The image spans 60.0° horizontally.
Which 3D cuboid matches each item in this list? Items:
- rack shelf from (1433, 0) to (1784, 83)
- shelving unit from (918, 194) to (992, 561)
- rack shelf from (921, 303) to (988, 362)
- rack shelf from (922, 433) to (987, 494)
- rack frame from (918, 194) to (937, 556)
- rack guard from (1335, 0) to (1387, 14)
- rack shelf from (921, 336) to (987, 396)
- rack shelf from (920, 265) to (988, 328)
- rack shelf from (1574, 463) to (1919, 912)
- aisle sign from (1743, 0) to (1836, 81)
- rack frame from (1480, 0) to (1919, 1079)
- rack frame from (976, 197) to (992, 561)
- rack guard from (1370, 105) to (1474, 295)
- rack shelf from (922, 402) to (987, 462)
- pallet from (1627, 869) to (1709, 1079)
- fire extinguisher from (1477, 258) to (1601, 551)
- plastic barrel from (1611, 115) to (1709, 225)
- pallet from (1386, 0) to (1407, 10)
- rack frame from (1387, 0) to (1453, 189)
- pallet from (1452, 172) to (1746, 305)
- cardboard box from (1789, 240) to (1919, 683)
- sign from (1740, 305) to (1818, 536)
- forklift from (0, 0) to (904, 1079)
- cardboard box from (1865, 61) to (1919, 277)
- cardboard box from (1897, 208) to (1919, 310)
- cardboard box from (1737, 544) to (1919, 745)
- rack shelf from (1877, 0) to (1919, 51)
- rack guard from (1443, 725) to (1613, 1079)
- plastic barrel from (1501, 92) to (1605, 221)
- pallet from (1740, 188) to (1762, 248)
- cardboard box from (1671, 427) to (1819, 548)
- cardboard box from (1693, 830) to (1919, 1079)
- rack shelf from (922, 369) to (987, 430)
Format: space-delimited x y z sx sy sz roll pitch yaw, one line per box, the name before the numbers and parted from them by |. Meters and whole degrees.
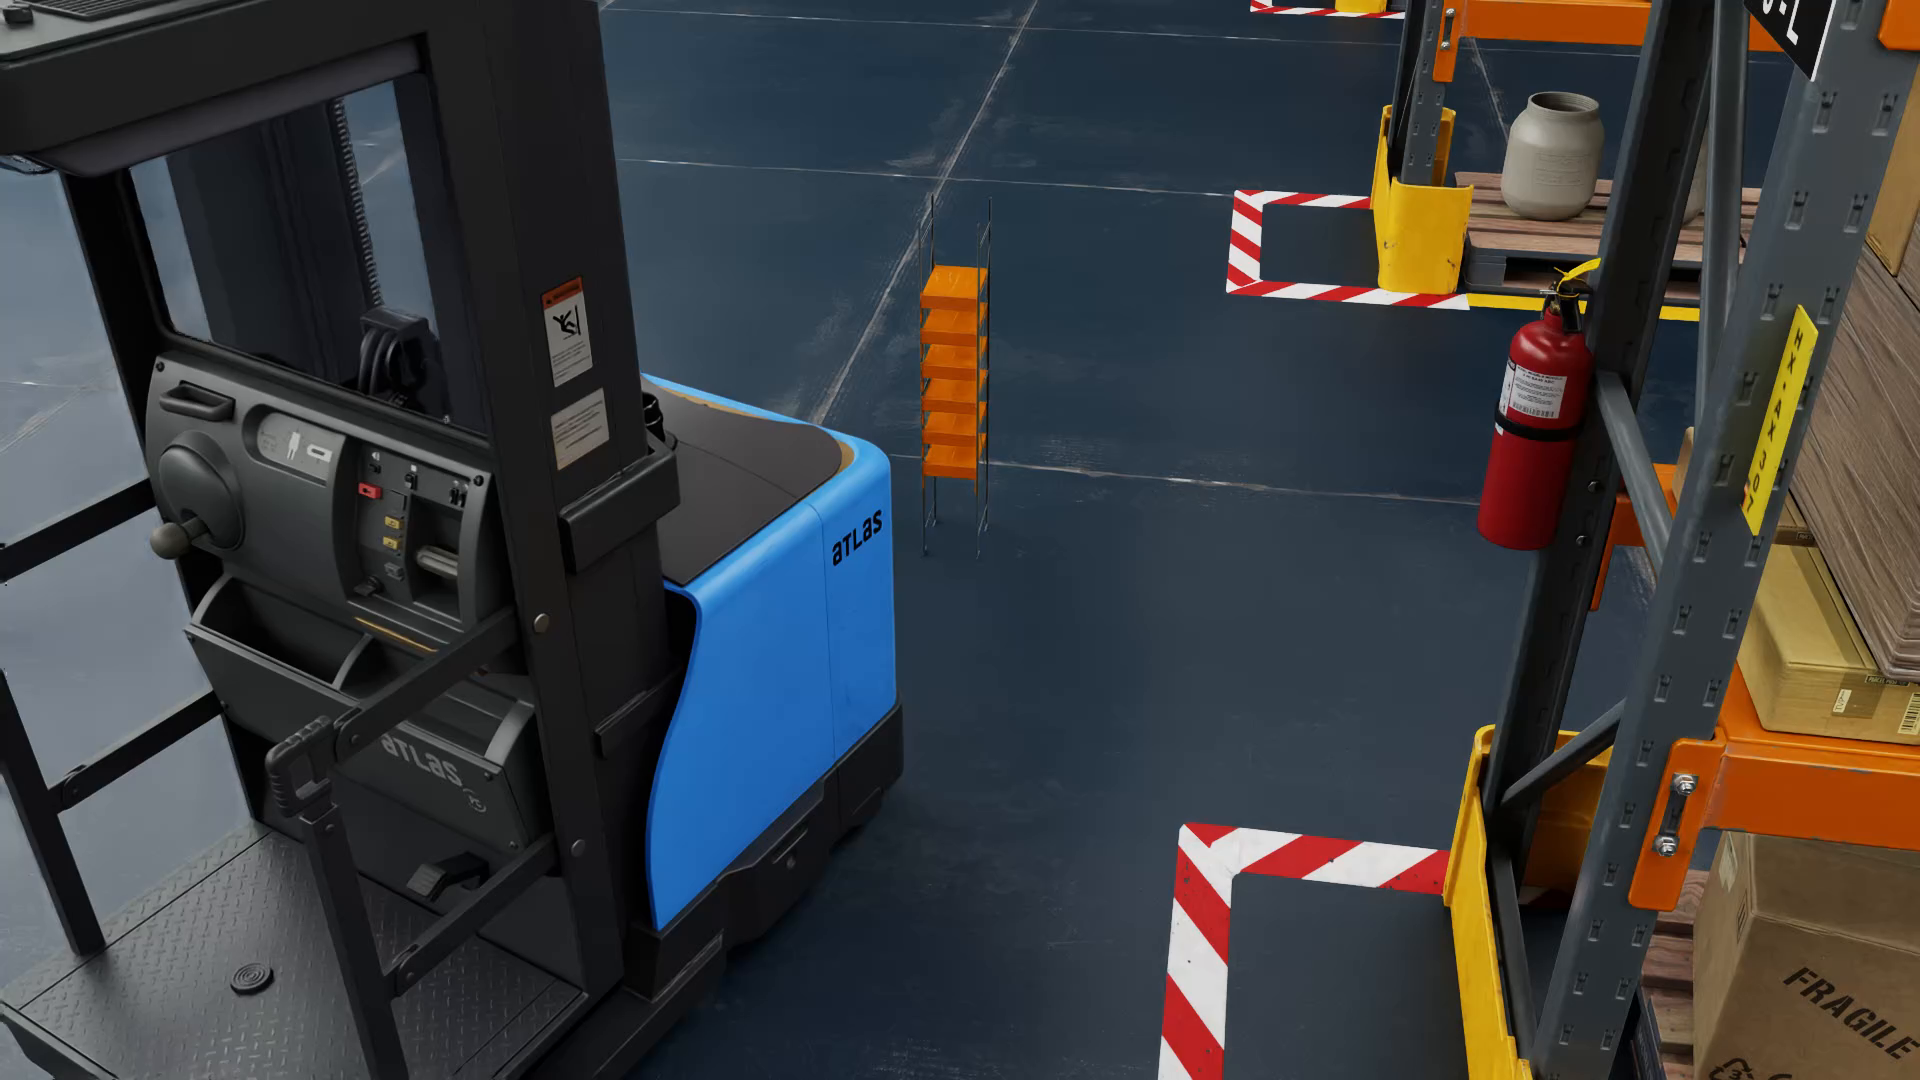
rack shelf | 4.063 -2.192 7.103 4.000 0.370 1.077 5 32 8
shelving unit | -0.014 -0.510 5.434 0.189 1.200 0.258 5 32 8
rack shelf | -0.014 -0.676 5.330 0.180 0.103 0.258 5 32 8
rack shelf | -0.014 -0.269 5.585 0.180 0.103 0.258 5 32 8
rack frame | -0.104 -0.518 5.447 0.006 1.200 0.240 5 32 8
rack guard | 2.905 -4.209 12.003 0.348 0.500 1.175 5 32 8
rack shelf | -0.014 -0.574 5.394 0.180 0.103 0.258 5 32 8
rack shelf | -0.014 -0.777 5.266 0.180 0.103 0.258 5 32 8
rack shelf | 3.229 0.398 2.965 4.000 0.370 1.077 5 32 8
aisle sign | 1.146 -1.036 2.128 0.004 0.787 0.394 5 32 8
rack frame | 1.258 -0.085 3.059 0.127 3.000 1.000 5 32 8
rack frame | 0.076 -0.502 5.421 0.006 1.200 0.240 5 32 8
rack guard | 2.174 -1.634 7.889 0.348 0.500 1.175 5 32 8
rack shelf | -0.014 -0.370 5.521 0.180 0.103 0.258 5 32 8
pallet | 2.128 1.194 3.643 1.213 0.211 1.003 5 32 8
fire extinguisher | 1.223 -0.304 3.481 0.183 0.674 0.296 5 32 8
plastic barrel | 3.247 -1.736 7.645 0.421 0.512 0.421 0 32 0
pallet | 3.689 -4.038 12.002 1.213 0.211 1.003 5 32 8
rack frame | 2.091 -2.676 7.198 0.127 3.000 1.000 5 32 8
pallet | 2.974 -1.436 7.846 1.213 0.211 1.003 5 32 8
cardboard box | 1.795 -0.190 2.852 0.500 0.500 0.875 5 32 8
sign | 1.167 -0.169 2.376 0.005 0.325 0.100 5 32 8
forklift | -1.352 -0.030 3.035 1.130 2.935 3.031 18 36 26
cardboard box | 1.842 -0.758 2.817 0.500 0.500 0.500 5 32 8
cardboard box | 1.754 -0.486 2.382 0.500 0.500 0.500 5 32 8
cardboard box | 1.499 0.171 2.886 0.250 0.149 0.380 5 32 8
rack shelf | 3.229 -0.873 2.169 4.000 0.370 1.077 5 32 8
rack guard | 1.333 0.981 3.712 0.348 0.500 1.175 5 32 8
plastic barrel | 2.753 -1.780 7.716 0.421 0.512 0.421 0 32 0
pallet | 4.173 -1.326 7.670 1.213 0.211 1.003 5 32 8
cardboard box | 1.574 -0.061 3.258 0.250 0.149 0.380 5 32 8
cardboard box | 1.871 0.861 3.508 0.500 0.500 0.500 11 34 17
rack shelf | -0.014 -0.472 5.457 0.180 0.103 0.258 5 32 8
